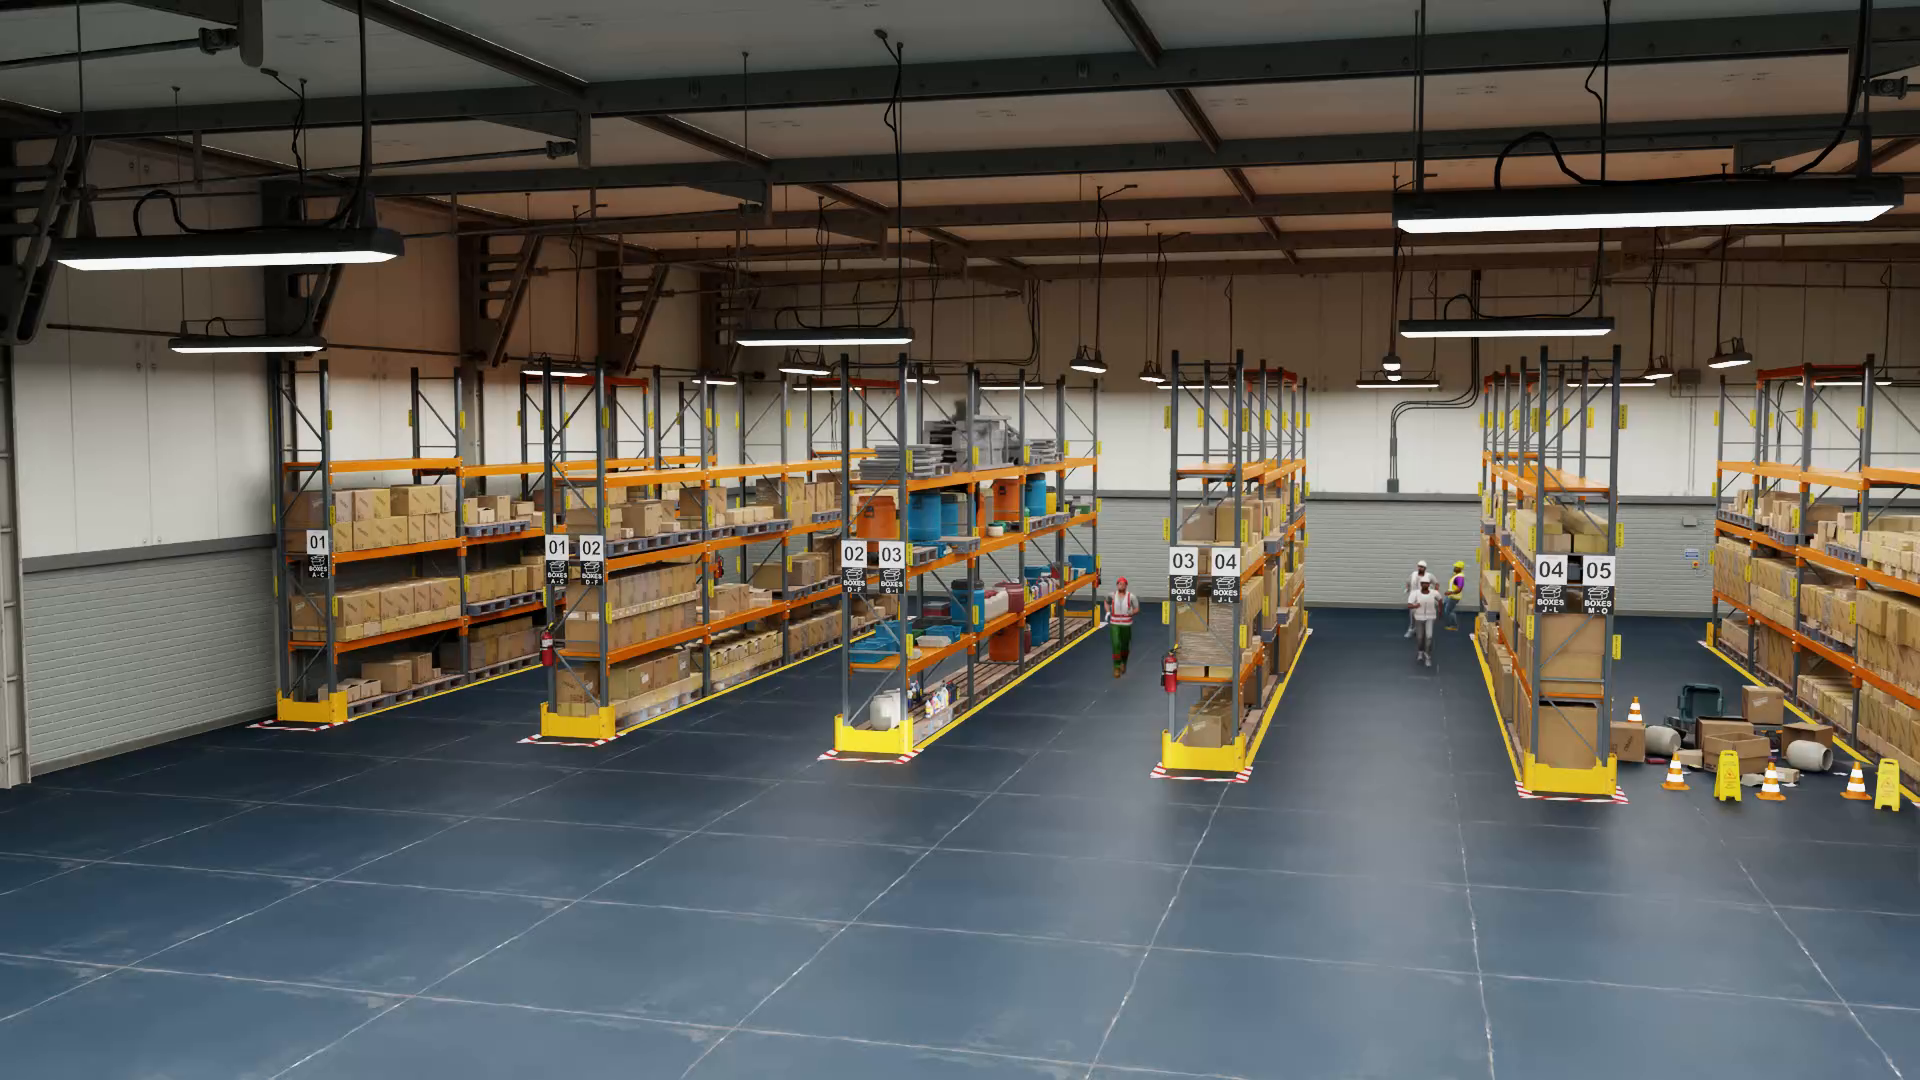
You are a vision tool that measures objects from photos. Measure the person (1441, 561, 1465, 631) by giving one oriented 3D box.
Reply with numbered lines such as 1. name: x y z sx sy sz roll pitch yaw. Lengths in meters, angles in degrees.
1. person: 11.645 1.324 39.372 0.563 1.682 0.773 1 4 15

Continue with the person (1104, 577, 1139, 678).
1. person: 2.983 1.591 30.709 0.651 1.823 0.909 1 4 7

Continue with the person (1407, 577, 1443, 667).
1. person: 9.536 1.664 34.157 0.689 1.837 0.810 1 4 19

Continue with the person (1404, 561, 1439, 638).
1. person: 10.619 1.371 38.415 0.713 1.801 0.746 -3 5 -40
